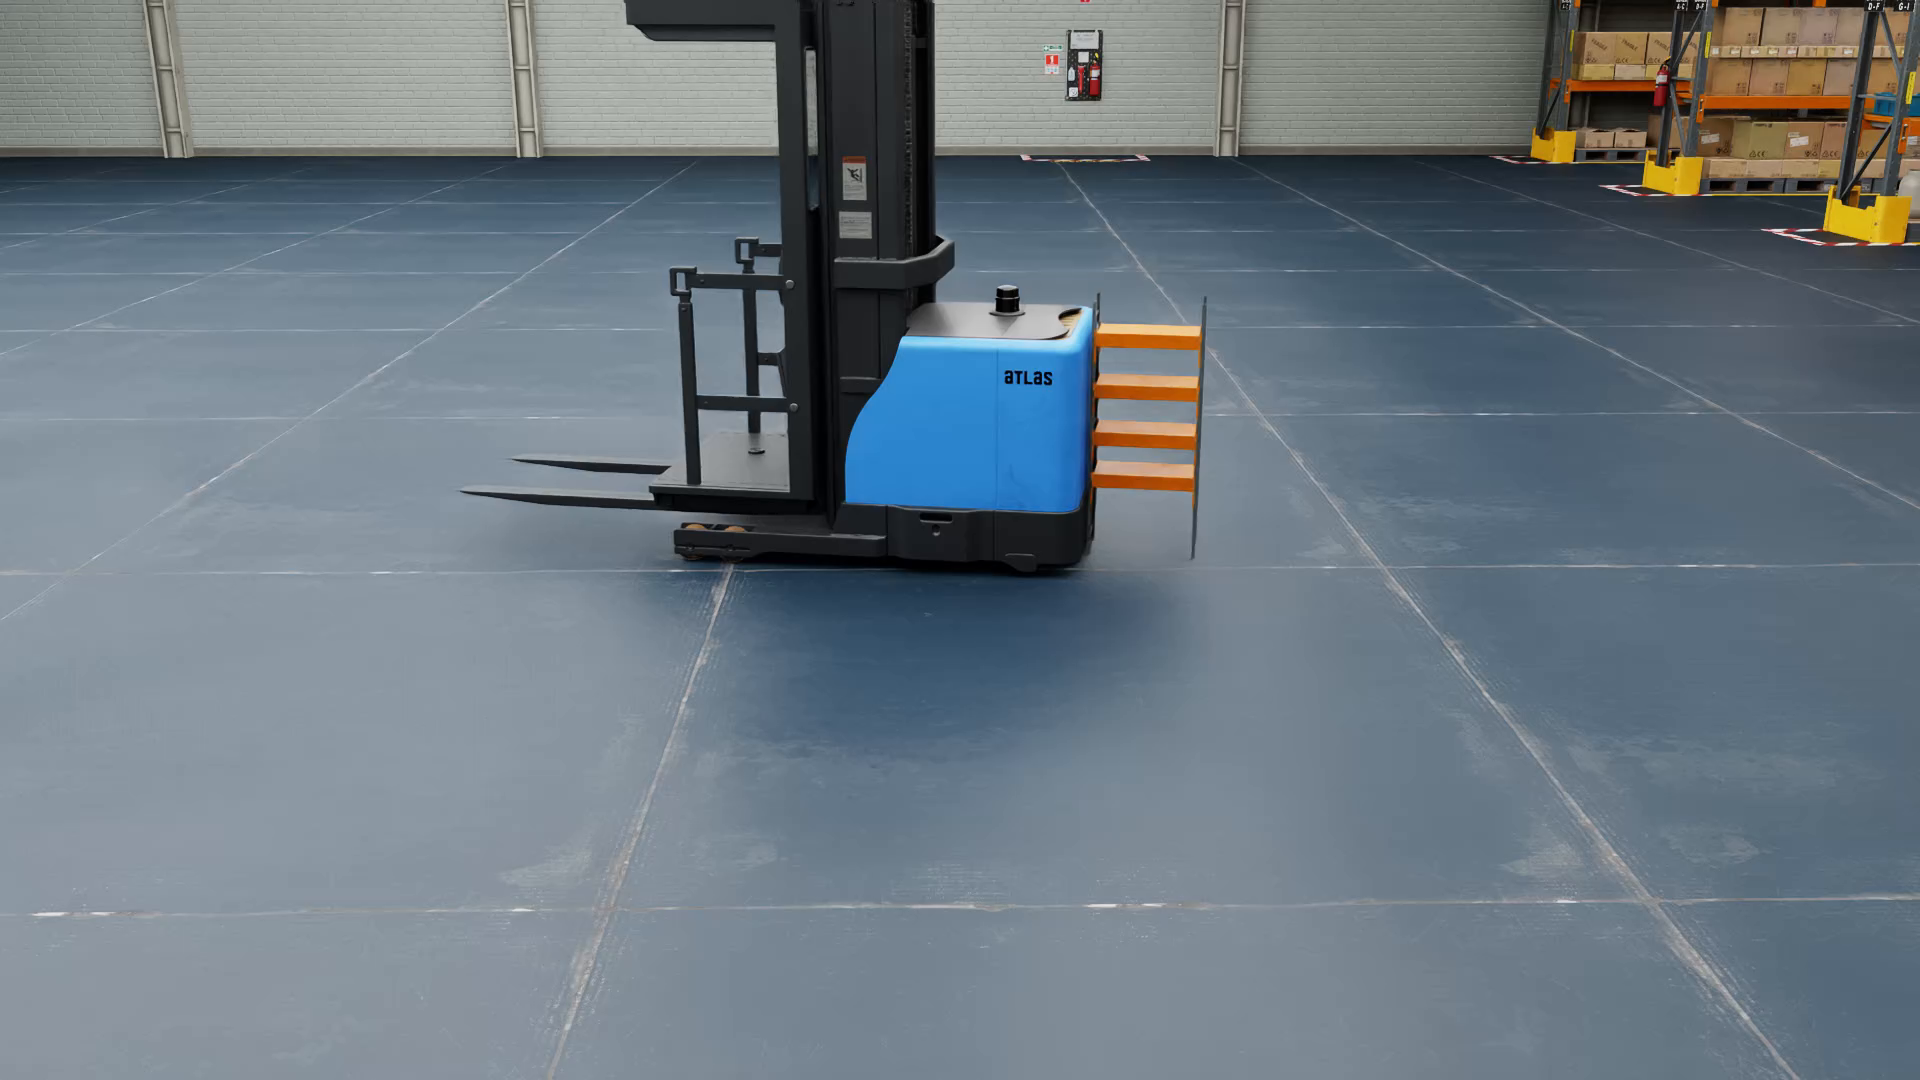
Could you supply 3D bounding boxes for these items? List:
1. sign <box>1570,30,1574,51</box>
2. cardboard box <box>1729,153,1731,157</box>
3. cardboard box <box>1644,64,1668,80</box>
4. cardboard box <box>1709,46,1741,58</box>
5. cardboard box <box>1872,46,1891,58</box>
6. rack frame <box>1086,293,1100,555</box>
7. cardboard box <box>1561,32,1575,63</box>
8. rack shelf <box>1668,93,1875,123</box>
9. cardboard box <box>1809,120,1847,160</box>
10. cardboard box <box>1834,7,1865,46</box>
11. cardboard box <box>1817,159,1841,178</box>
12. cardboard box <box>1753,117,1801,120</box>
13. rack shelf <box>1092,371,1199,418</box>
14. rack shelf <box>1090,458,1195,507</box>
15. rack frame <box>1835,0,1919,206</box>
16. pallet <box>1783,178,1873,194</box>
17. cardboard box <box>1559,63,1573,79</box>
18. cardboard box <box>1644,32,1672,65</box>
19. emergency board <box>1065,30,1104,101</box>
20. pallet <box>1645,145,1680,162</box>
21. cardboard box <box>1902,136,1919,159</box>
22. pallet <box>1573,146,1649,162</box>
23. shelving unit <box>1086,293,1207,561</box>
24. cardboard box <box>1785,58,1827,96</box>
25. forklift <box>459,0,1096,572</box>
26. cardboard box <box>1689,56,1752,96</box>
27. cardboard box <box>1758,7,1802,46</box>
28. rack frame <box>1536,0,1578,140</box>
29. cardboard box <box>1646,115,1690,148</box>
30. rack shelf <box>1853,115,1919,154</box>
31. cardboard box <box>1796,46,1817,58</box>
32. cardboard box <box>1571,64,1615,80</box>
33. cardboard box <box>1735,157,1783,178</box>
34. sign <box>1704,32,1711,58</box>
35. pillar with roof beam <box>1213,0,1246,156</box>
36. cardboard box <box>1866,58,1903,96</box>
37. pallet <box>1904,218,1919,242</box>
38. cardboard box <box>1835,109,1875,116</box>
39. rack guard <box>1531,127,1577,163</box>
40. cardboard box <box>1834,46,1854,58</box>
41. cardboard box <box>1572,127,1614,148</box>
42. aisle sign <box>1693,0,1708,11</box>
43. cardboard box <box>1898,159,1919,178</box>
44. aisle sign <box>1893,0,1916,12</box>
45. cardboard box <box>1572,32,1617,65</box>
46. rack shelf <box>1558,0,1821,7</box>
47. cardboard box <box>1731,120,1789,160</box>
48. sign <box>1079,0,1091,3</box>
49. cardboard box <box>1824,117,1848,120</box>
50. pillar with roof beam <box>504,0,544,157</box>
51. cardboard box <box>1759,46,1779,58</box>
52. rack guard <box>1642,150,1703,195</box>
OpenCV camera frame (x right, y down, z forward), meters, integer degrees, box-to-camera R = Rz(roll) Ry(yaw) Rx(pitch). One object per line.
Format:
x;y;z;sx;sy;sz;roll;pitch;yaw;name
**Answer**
9.922;-8.101;26.973;0.005;0.325;0.100;0;18;-1;sign
11.027;-5.331;23.570;0.500;0.250;0.500;0;18;-1;cardboard box
11.435;-7.705;27.370;0.500;0.250;0.500;-1;18;-2;cardboard box
10.391;-6.634;22.592;0.250;0.149;0.380;0;18;-1;cardboard box
12.457;-6.645;22.626;0.250;0.149;0.380;0;18;1;cardboard box
0.622;-0.535;7.751;0.015;1.200;0.240;3;18;9;rack frame
10.382;-8.217;27.737;0.500;0.500;0.500;0;18;-1;cardboard box
11.995;-6.009;23.046;4.000;0.370;1.077;0;18;-1;rack shelf
12.035;-5.530;22.963;0.500;0.500;0.500;0;18;-1;cardboard box
12.046;-7.015;22.717;0.500;0.500;0.700;0;18;-1;cardboard box
12.035;-5.174;23.079;0.500;0.250;0.500;0;18;-1;cardboard box
11.527;-5.692;23.467;0.500;0.500;0.500;0;18;-1;cardboard box
0.862;-0.672;7.665;0.480;0.148;0.258;3;18;9;rack shelf
0.862;-0.270;7.794;0.480;0.148;0.258;3;18;9;rack shelf
10.070;-4.829;18.190;0.127;3.000;1.000;0;18;-1;rack frame
11.976;-5.035;23.398;1.213;0.211;1.003;0;18;-1;pallet
10.378;-7.854;27.833;0.500;0.250;0.500;0;18;0;cardboard box
11.407;-8.060;27.248;0.500;0.500;0.500;-1;18;-3;cardboard box
2.129;-8.093;28.365;0.643;1.169;0.194;0;18;-1;emergency board
12.019;-6.525;28.043;1.213;0.211;1.003;0;18;-1;pallet
13.035;-5.541;22.996;0.500;0.500;0.500;0;18;-1;cardboard box
10.803;-6.520;28.028;1.213;0.211;1.003;0;18;-1;pallet
0.862;-0.523;7.713;0.503;1.200;0.258;3;18;9;shelving unit
11.484;-6.392;22.900;0.500;0.500;0.700;0;18;0;cardboard box
-0.882;-1.445;7.755;3.031;2.935;1.130;3;18;9;forklift
10.463;-6.388;22.885;0.500;0.500;0.700;0;18;-1;cardboard box
11.041;-7.010;22.701;0.500;0.500;0.700;-1;18;-2;cardboard box
9.914;-7.854;27.622;0.127;3.000;1.000;0;18;-1;rack frame
11.911;-6.841;27.833;0.500;0.500;0.700;-1;18;-4;cardboard box
12.070;-4.496;18.329;4.000;0.370;1.077;0;18;-1;rack shelf
11.424;-6.640;22.609;0.250;0.149;0.380;-1;18;-3;cardboard box
10.407;-7.698;27.347;0.500;0.250;0.500;-1;18;-2;cardboard box
11.035;-5.170;23.069;0.500;0.250;0.500;0;18;-1;cardboard box
9.998;-6.622;22.233;0.005;0.325;0.100;0;18;-1;sign
4.669;-9.635;23.351;0.400;9.000;9.100;0;18;-1;pillar with roof beam
12.523;-6.399;22.920;0.500;0.500;0.700;0;18;0;cardboard box
10.958;-3.518;18.669;1.213;0.211;1.003;0;18;-1;pallet
15.089;-7.262;27.919;0.500;0.250;0.500;-1;18;-2;cardboard box
9.990;-6.665;28.005;0.348;0.500;1.175;0;18;-1;rack guard
11.928;-6.641;22.614;0.250;0.149;0.380;0;18;0;cardboard box
10.607;-6.760;27.890;0.500;0.311;0.500;-2;18;-7;cardboard box
9.935;-7.486;22.216;0.004;0.787;0.394;0;18;-1;aisle sign
13.035;-5.183;23.108;0.500;0.250;0.500;0;18;-1;cardboard box
10.003;-5.977;17.512;0.004;0.787;0.394;0;18;-1;aisle sign
10.396;-8.060;27.248;0.500;0.500;0.500;0;18;-1;cardboard box
11.913;-8.950;27.304;4.000;0.370;1.077;0;18;-1;rack shelf
11.035;-5.527;22.953;0.500;0.500;0.500;0;18;-1;cardboard box
2.120;-9.227;28.106;0.199;0.298;0.001;0;18;-1;sign
12.527;-5.697;23.483;0.500;0.500;0.500;0;18;-1;cardboard box
-7.330;-9.577;23.170;0.400;9.000;9.100;0;18;-1;pillar with roof beam
10.905;-6.637;22.601;0.250;0.149;0.380;0;18;-1;cardboard box
9.972;-5.151;23.287;0.348;0.500;1.175;0;18;-1;rack guard
